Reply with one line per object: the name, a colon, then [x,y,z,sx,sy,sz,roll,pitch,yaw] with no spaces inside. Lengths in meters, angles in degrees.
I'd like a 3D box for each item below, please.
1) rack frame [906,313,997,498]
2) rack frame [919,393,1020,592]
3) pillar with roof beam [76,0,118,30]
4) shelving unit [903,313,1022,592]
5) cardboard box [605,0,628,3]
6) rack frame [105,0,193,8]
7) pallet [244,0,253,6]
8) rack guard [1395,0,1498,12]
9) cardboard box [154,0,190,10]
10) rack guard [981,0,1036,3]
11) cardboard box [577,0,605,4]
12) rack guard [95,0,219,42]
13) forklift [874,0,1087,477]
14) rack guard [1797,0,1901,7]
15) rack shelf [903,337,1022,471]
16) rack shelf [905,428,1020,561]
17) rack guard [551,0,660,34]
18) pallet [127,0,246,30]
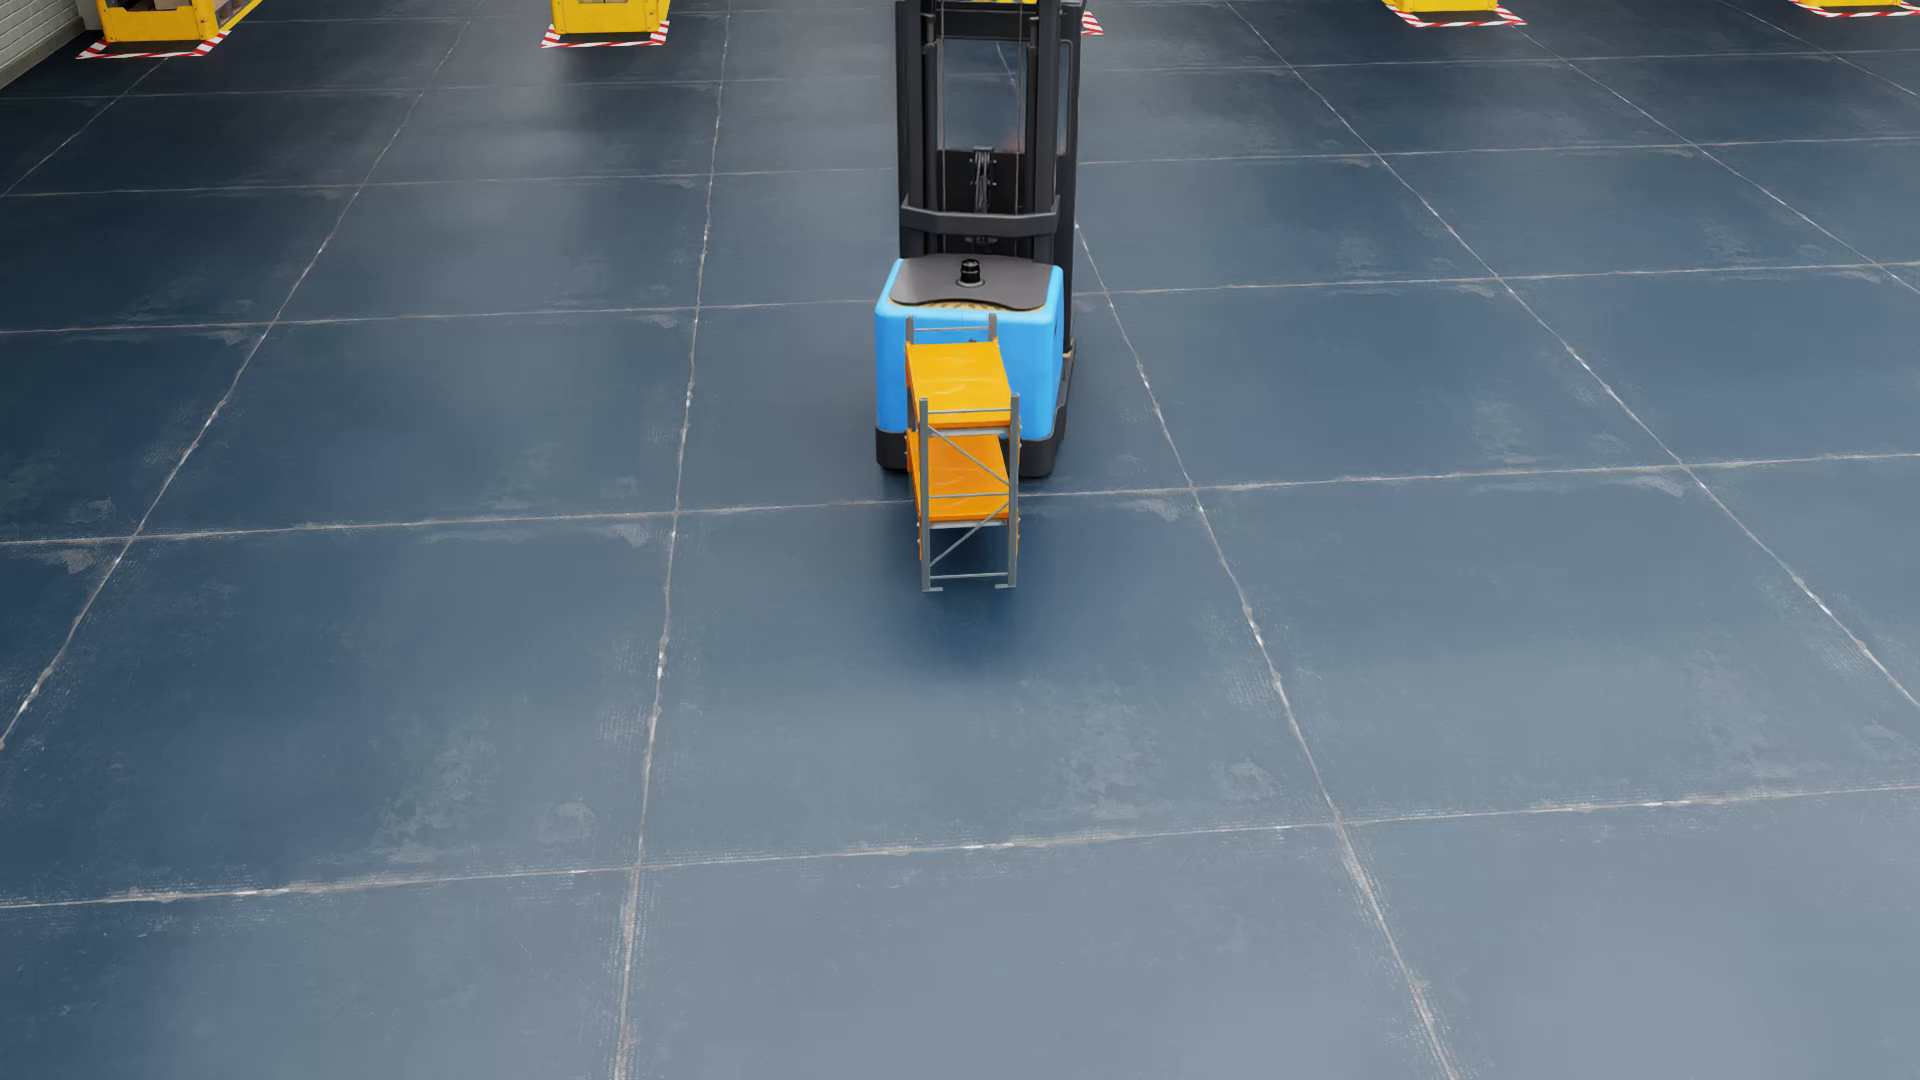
rack frame: [-0.048,-0.746,9.402,0.500,1.125,0.032,-3,31,-5]
rack frame: [0.047,-0.227,8.533,0.500,1.125,0.032,-3,31,-5]
pillar with roof beam: [-5.614,-10.014,17.239,9.100,9.000,0.400,-3,31,-5]
shelving unit: [-0.001,-0.486,8.967,0.538,1.125,1.048,-3,31,-5]
cardboard box: [-3.870,-6.439,19.377,0.500,0.250,0.500,-3,31,-5]
rack frame: [-8.973,-6.916,17.903,1.000,3.000,0.127,-3,31,-5]
pallet: [-9.132,-6.795,20.421,1.003,0.211,1.213,-3,31,-5]
rack guard: [5.815,-6.593,19.801,1.175,0.500,0.348,-3,31,-5]
cardboard box: [-8.948,-6.308,19.079,0.500,0.311,0.500,-6,31,-10]
rack guard: [0.837,-6.354,19.400,1.175,0.500,0.348,-3,31,-5]
cardboard box: [-4.386,-6.415,19.336,0.500,0.250,0.500,-3,31,-5]
rack guard: [-8.980,-5.882,18.609,1.175,0.500,0.348,-3,31,-5]
forklift: [0.195,-2.364,10.349,1.130,2.935,3.031,4,31,6]
rack guard: [10.772,-6.728,20.027,1.175,0.500,0.348,-3,31,-5]
rack shelf: [-0.001,-0.738,8.817,0.538,0.278,1.000,-3,31,-5]
rack shelf: [-0.001,-0.276,9.093,0.538,0.278,1.000,-3,31,-5]
rack guard: [-4.039,-6.070,18.924,1.175,0.500,0.348,-3,31,-5]
pallet: [-9.021,-6.174,19.381,1.003,0.211,1.213,-3,31,-5]
